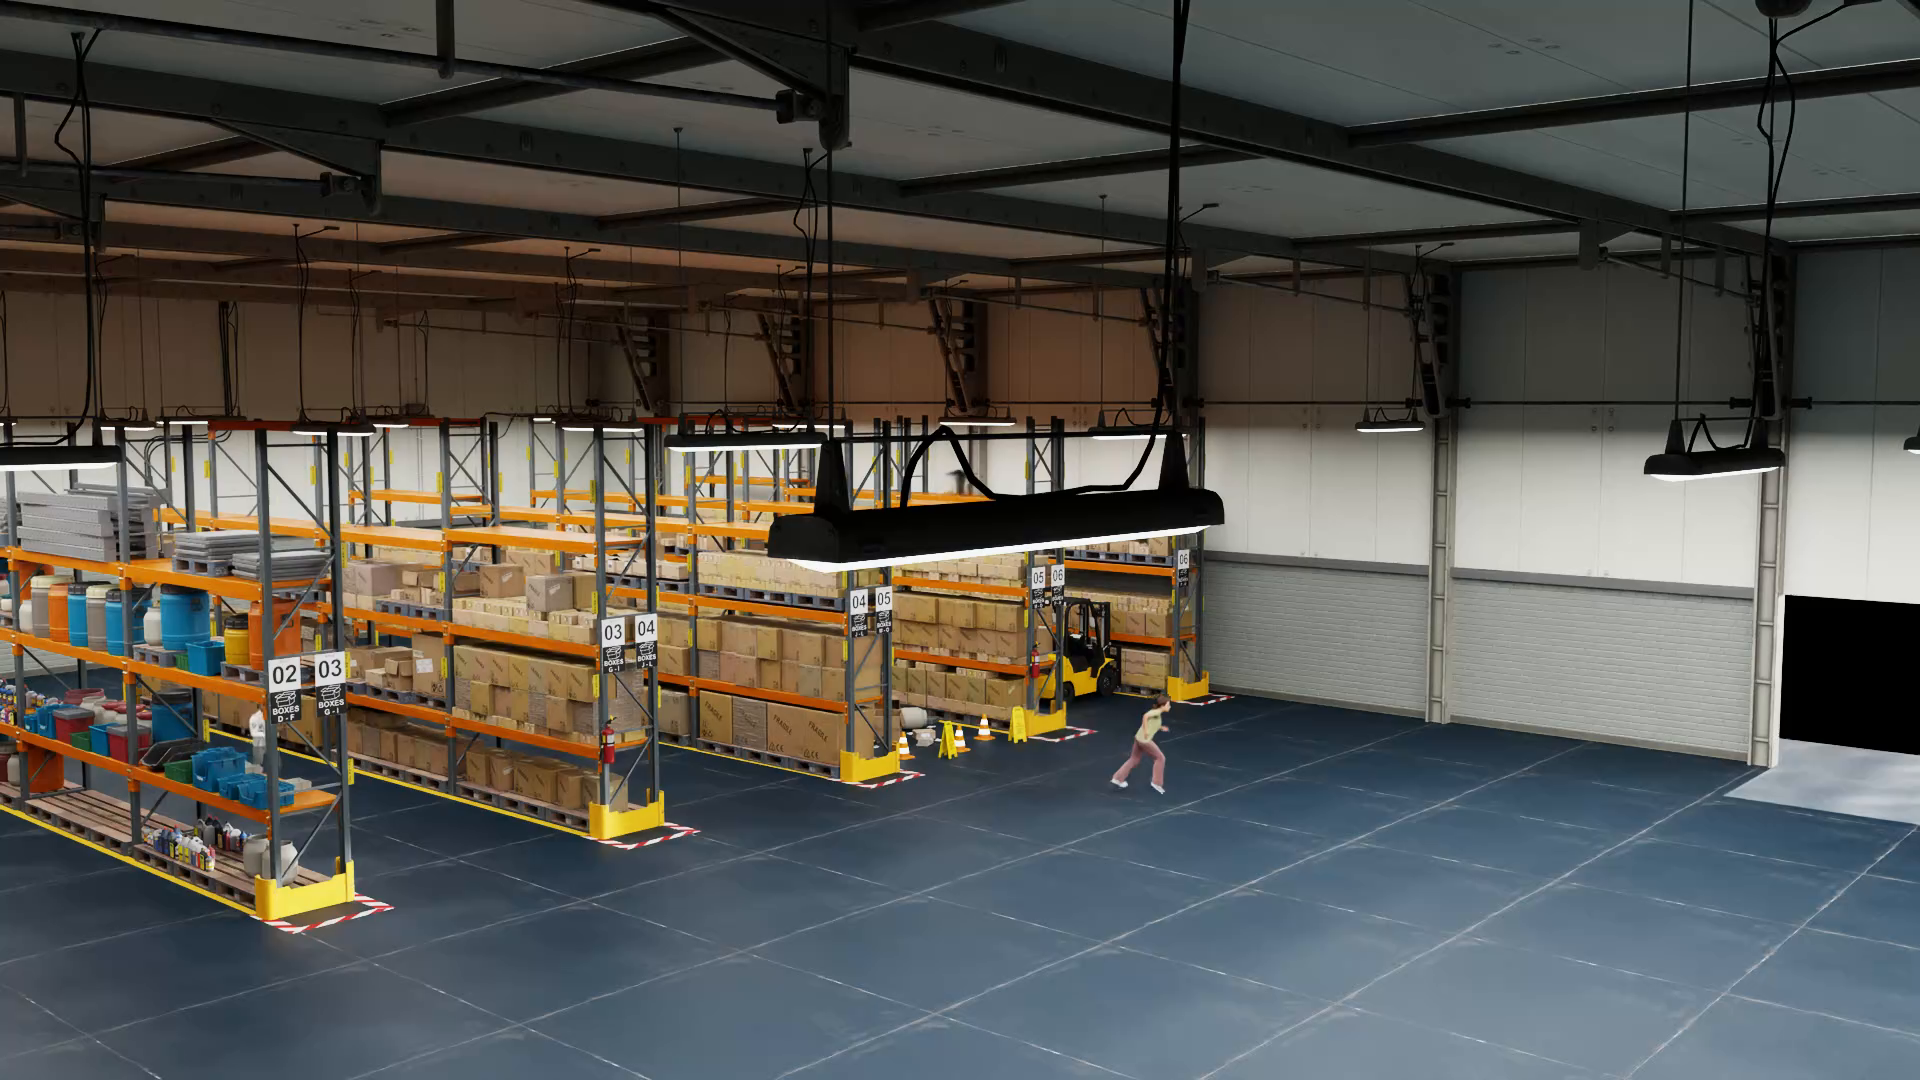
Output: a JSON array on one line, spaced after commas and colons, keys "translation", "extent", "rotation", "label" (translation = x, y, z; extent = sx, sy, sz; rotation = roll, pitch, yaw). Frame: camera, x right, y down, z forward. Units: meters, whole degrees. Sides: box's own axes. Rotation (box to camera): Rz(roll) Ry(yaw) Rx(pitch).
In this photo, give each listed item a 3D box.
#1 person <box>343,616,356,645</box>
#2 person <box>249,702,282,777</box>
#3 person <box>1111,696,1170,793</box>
[{"translation": [-13.448, 2.457, 36.295], "extent": [0.679, 1.725, 0.645], "rotation": [-5, 7, -44], "label": "person"}, {"translation": [-11.030, 3.302, 26.359], "extent": [0.812, 1.737, 0.547], "rotation": [4, 6, 36], "label": "person"}, {"translation": [2.925, 3.331, 26.921], "extent": [0.947, 1.624, 0.618], "rotation": [0, 5, 2], "label": "person"}]
